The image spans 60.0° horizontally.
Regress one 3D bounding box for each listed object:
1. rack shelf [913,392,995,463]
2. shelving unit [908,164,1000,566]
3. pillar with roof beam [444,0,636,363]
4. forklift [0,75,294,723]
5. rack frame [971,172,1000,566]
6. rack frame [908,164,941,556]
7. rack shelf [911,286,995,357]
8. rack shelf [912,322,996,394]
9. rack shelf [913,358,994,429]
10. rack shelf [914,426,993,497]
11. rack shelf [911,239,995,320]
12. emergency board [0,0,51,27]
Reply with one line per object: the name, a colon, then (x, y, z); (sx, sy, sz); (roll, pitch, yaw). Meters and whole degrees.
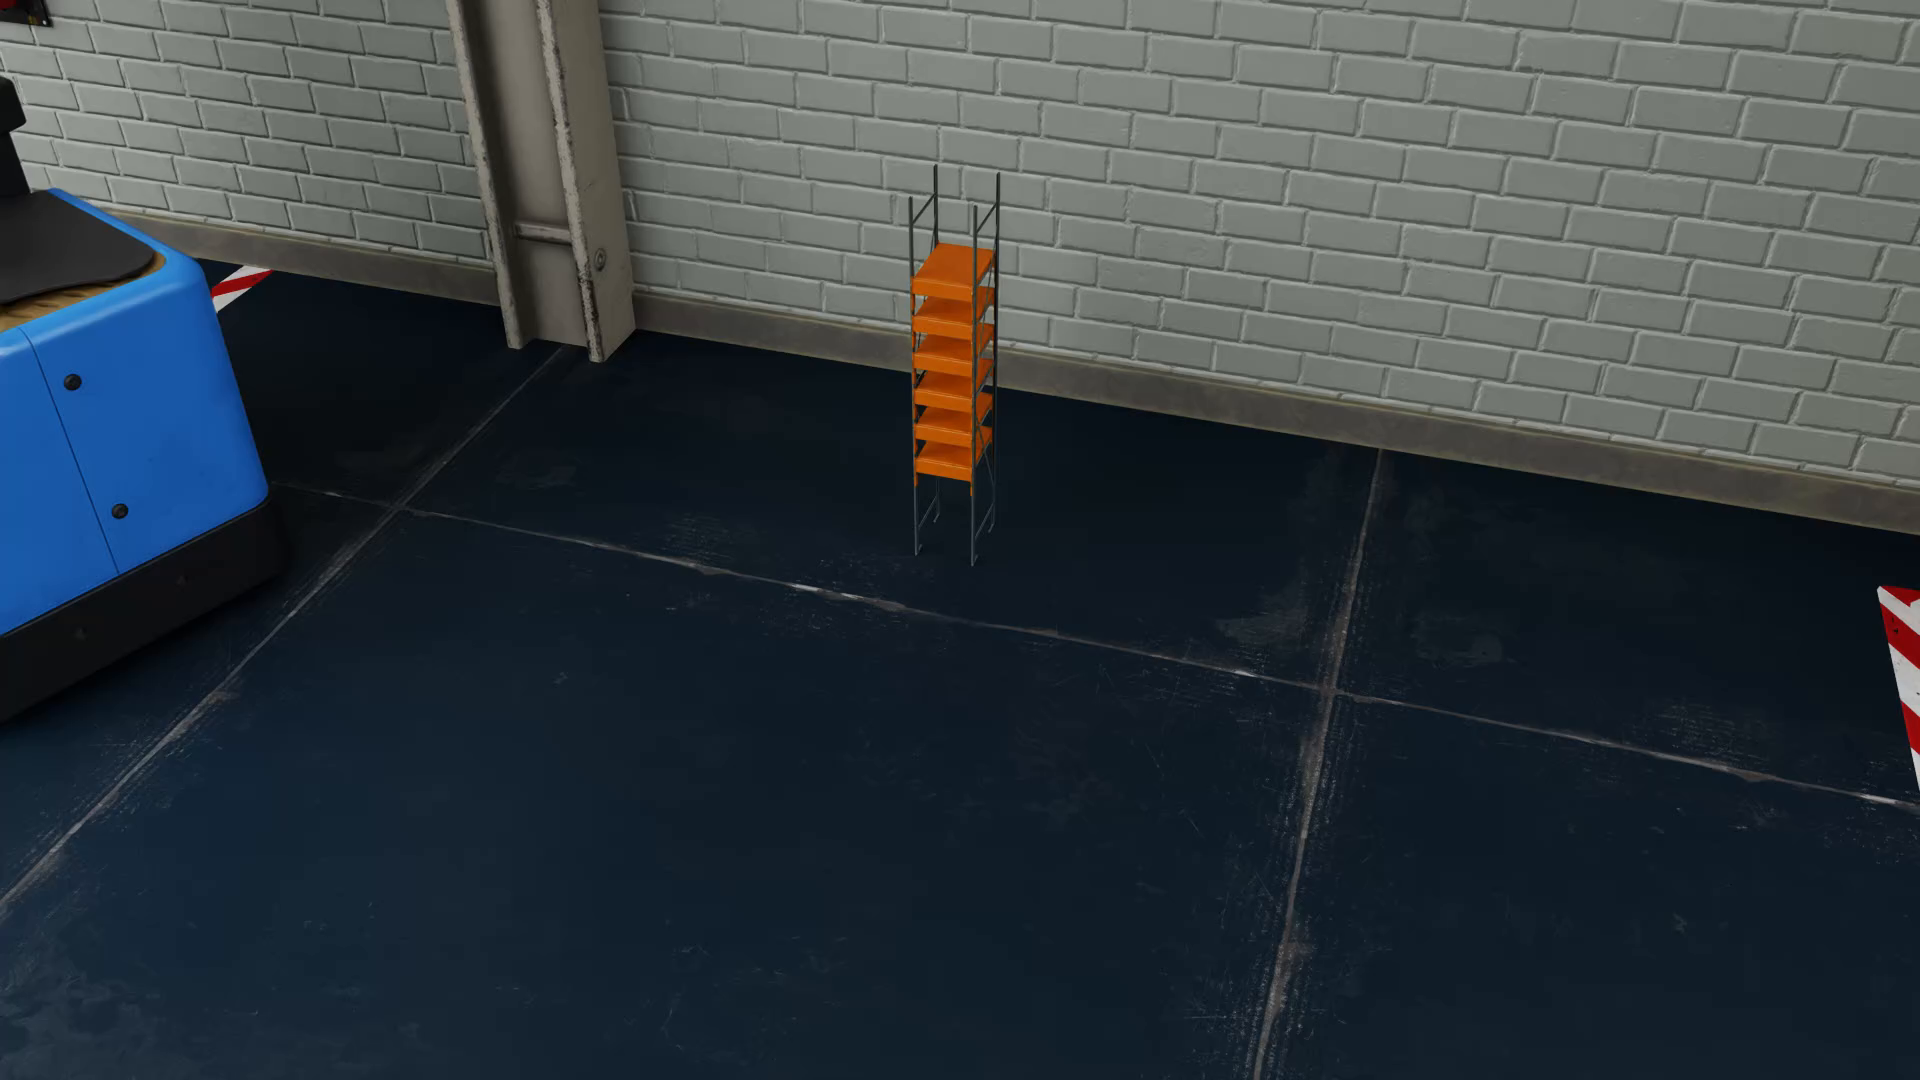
rack shelf: (-0.014, -0.353, 4.995); (0.180, 0.103, 0.258); (10, 38, 14)
shelving unit: (-0.014, -0.486, 4.898); (0.189, 1.200, 0.258); (10, 38, 14)
pillar with roof beam: (-2.746, -1.965, 0.328); (0.400, 9.000, 9.100); (10, 38, 14)
forklift: (-3.491, -1.388, 4.663); (3.031, 2.935, 1.130); (25, 43, 30)
rack frame: (0.074, -0.470, 4.876); (0.006, 1.200, 0.240); (10, 38, 14)
rack frame: (-0.101, -0.502, 4.920); (0.006, 1.200, 0.240); (10, 38, 14)
rack shelf: (-0.014, -0.643, 4.782); (0.180, 0.103, 0.258); (10, 38, 14)
rack shelf: (-0.014, -0.547, 4.853); (0.180, 0.103, 0.258); (10, 38, 14)
rack shelf: (-0.014, -0.450, 4.924); (0.180, 0.103, 0.258); (10, 38, 14)
rack shelf: (-0.014, -0.257, 5.066); (0.180, 0.103, 0.258); (10, 38, 14)
rack shelf: (-0.014, -0.740, 4.711); (0.180, 0.103, 0.258); (10, 38, 14)
emergency board: (-3.810, -2.443, 6.038); (0.643, 1.169, 0.194); (10, 38, 14)
